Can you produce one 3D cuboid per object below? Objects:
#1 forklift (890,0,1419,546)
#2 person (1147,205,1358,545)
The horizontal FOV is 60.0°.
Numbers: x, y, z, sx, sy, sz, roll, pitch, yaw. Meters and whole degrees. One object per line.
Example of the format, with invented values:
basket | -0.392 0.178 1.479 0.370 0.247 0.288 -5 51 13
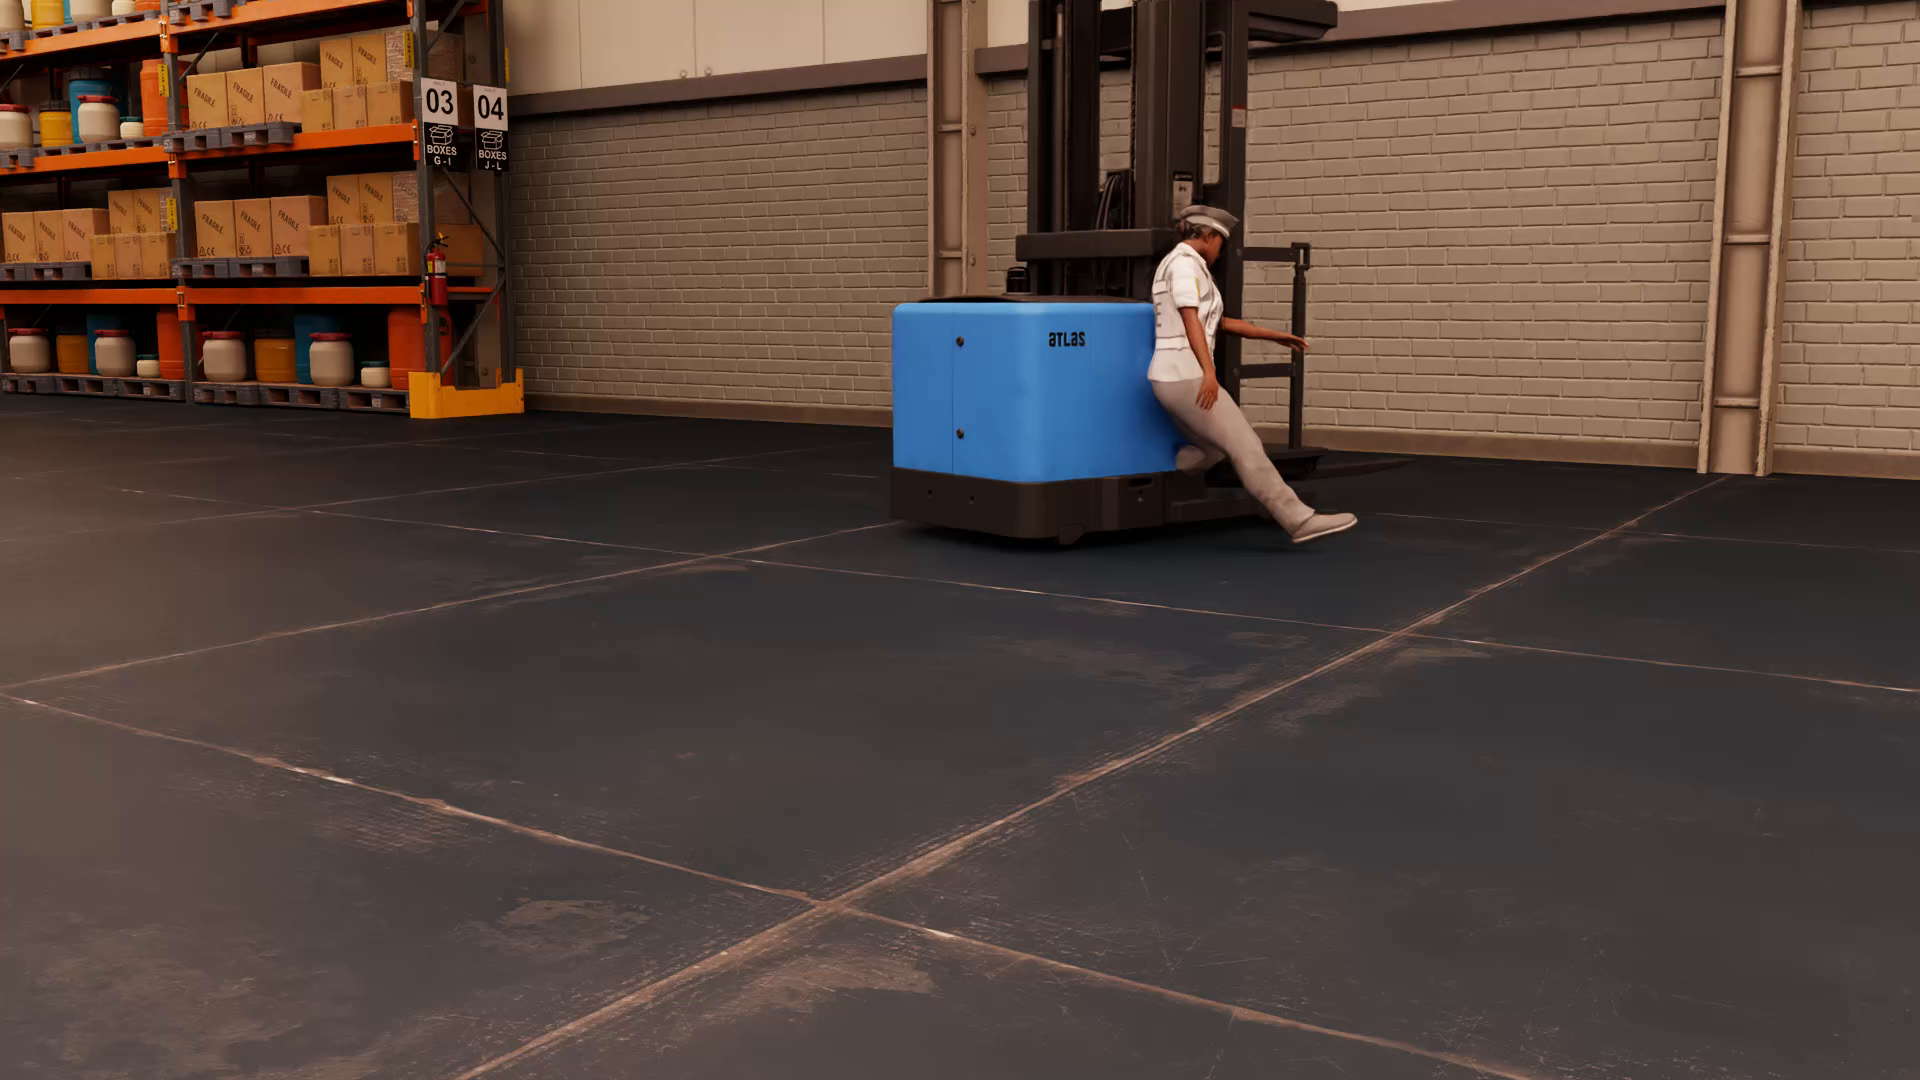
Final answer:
forklift | 1.131 -1.571 8.239 3.031 2.935 1.130 -7 10 -39
person | 1.216 -0.735 7.341 1.042 1.467 0.827 1 8 6
